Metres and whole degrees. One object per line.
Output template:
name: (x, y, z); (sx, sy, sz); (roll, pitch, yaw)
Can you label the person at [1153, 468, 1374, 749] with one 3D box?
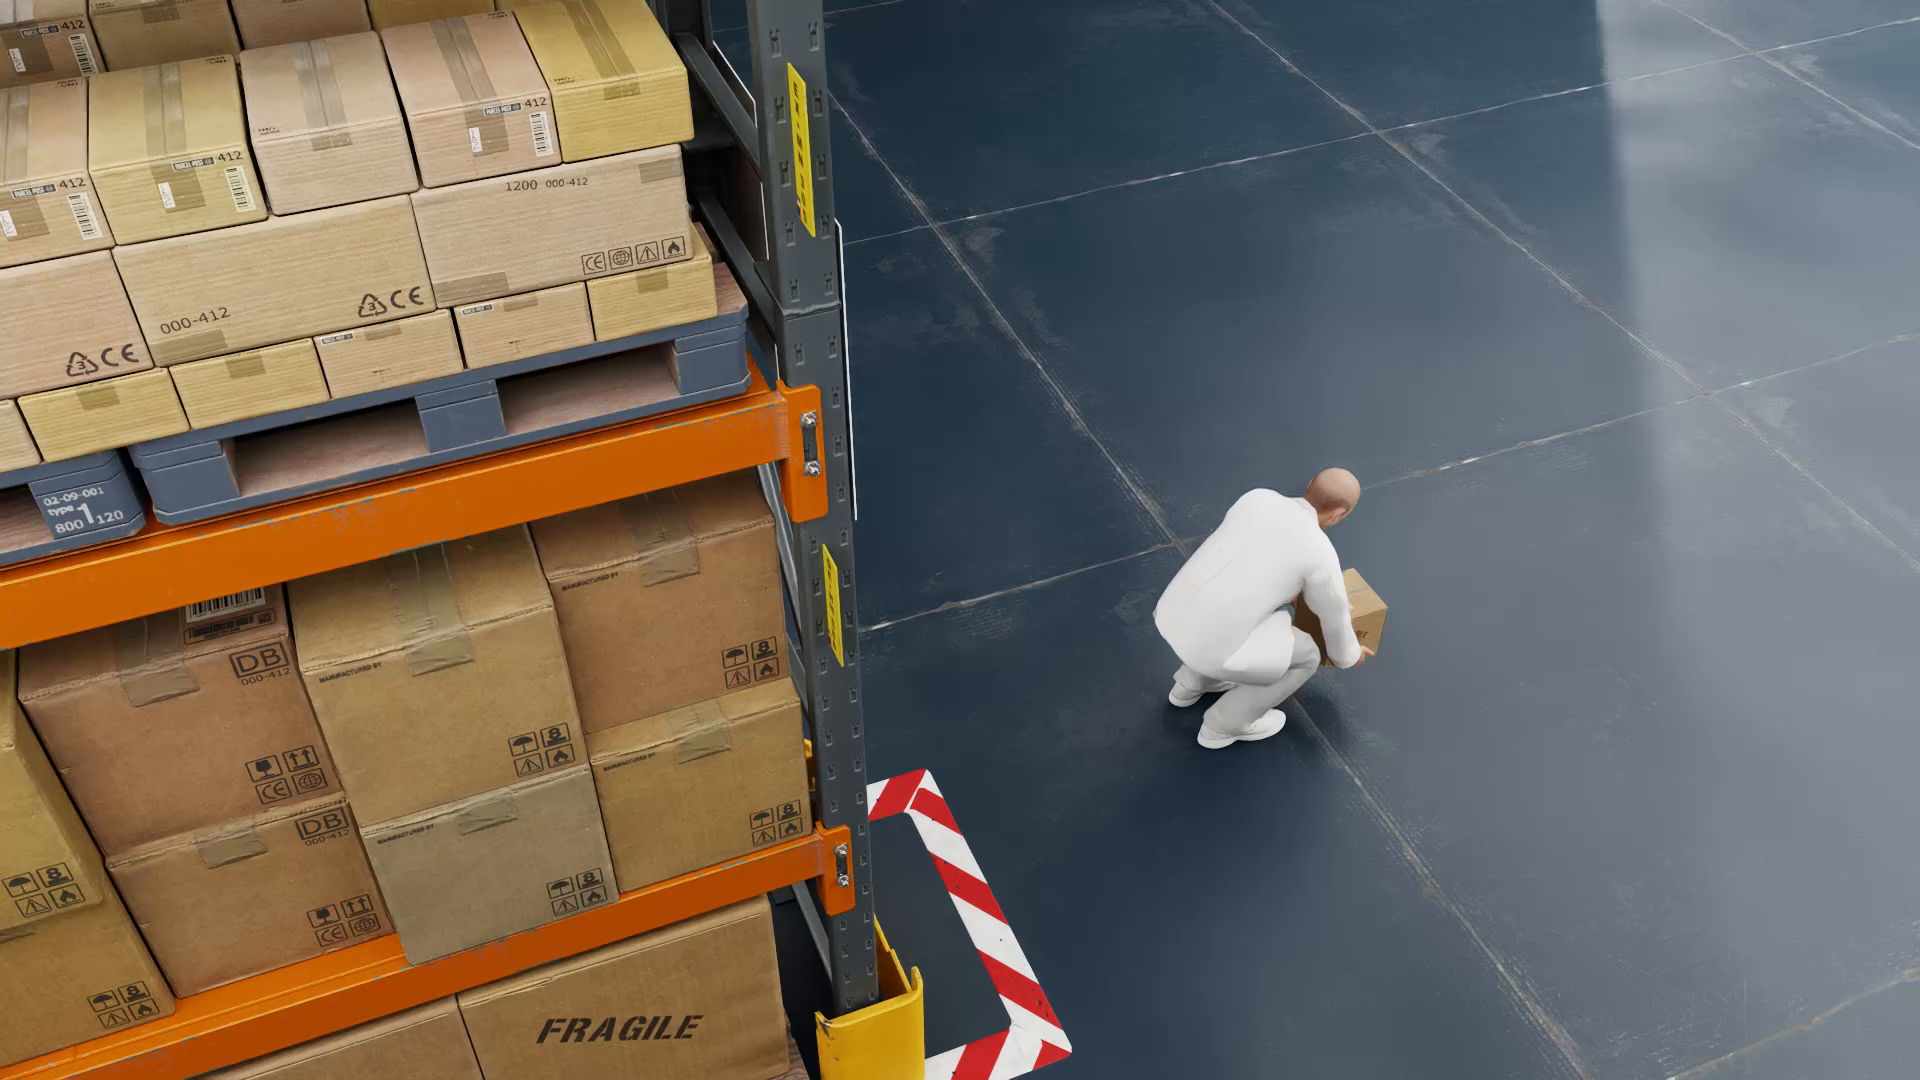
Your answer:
person: (1.161, 0.248, 6.431); (0.888, 1.063, 0.613); (-15, 43, -17)
